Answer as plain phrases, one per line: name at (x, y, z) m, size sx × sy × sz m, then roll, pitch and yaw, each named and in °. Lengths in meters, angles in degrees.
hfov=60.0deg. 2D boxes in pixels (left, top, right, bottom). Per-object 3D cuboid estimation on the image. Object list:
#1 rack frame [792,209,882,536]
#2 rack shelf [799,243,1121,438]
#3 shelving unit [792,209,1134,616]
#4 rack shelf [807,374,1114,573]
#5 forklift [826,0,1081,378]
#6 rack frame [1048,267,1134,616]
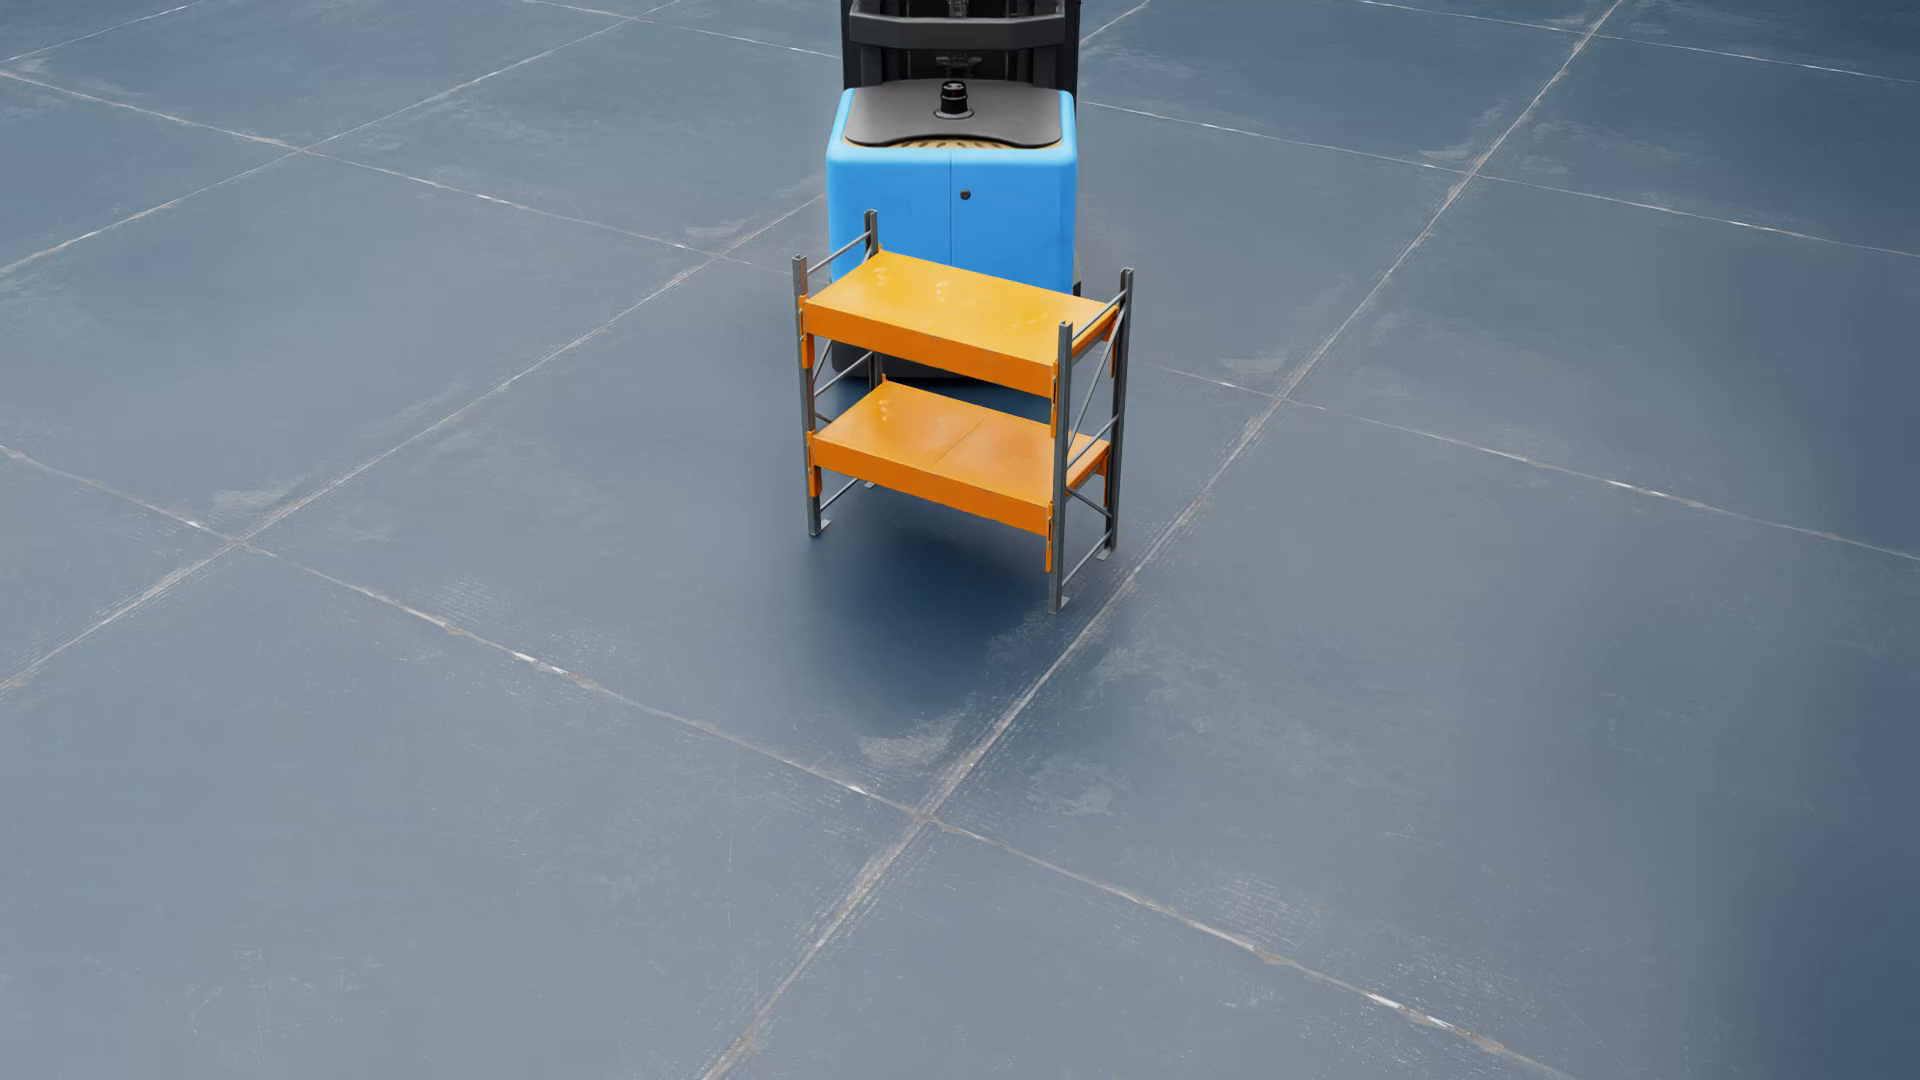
rack frame at (-0.435, -0.606, 6.145) m, size 0.032 × 1.125 × 0.500 m, roll 18°, pitch 37°, yaw 24°
rack shelf at (0.006, -0.710, 5.773) m, size 1.000 × 0.278 × 0.538 m, roll 18°, pitch 37°, yaw 24°
shelving unit at (0.006, -0.466, 5.935) m, size 1.048 × 1.125 × 0.538 m, roll 18°, pitch 37°, yaw 24°
rack shelf at (0.006, -0.263, 6.071) m, size 1.000 × 0.278 × 0.538 m, roll 18°, pitch 37°, yaw 24°
forklift at (0.010, -2.696, 7.655) m, size 1.130 × 2.935 × 3.031 m, roll 1°, pitch 34°, yaw 1°
rack frame at (0.447, -0.327, 5.725) m, size 0.032 × 1.125 × 0.500 m, roll 18°, pitch 37°, yaw 24°
